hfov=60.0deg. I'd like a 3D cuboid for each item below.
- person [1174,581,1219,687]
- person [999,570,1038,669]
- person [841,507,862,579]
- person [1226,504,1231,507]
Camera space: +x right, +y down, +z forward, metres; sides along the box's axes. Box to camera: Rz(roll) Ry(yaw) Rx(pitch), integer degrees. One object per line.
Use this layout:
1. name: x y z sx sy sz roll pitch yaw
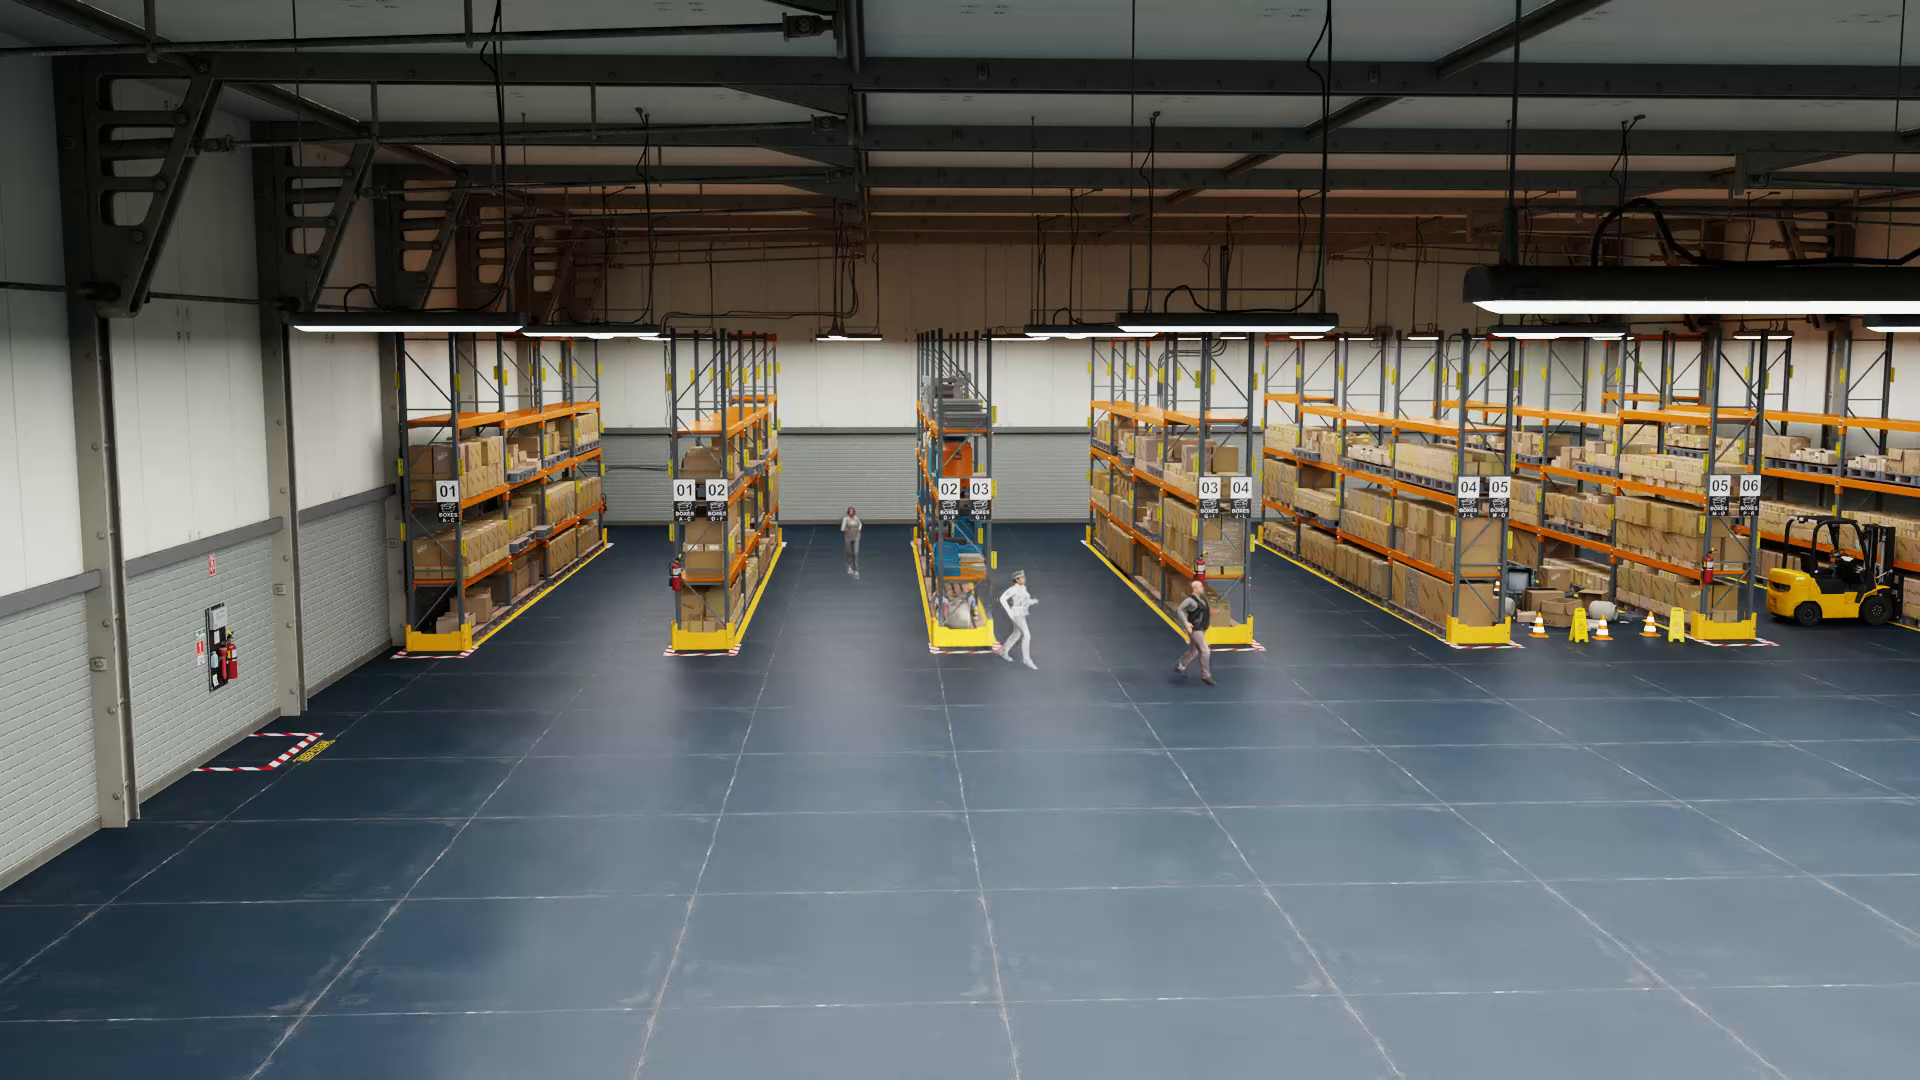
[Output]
1. person: 3.991 1.556 28.023 0.875 1.753 0.641 4 8 29
2. person: 1.042 1.395 29.604 0.772 1.738 0.585 3 7 25
3. person: -2.546 0.039 39.068 0.522 1.664 0.714 -1 7 -12
4. person: 7.457 -0.506 46.361 0.563 1.618 0.877 1 7 7
